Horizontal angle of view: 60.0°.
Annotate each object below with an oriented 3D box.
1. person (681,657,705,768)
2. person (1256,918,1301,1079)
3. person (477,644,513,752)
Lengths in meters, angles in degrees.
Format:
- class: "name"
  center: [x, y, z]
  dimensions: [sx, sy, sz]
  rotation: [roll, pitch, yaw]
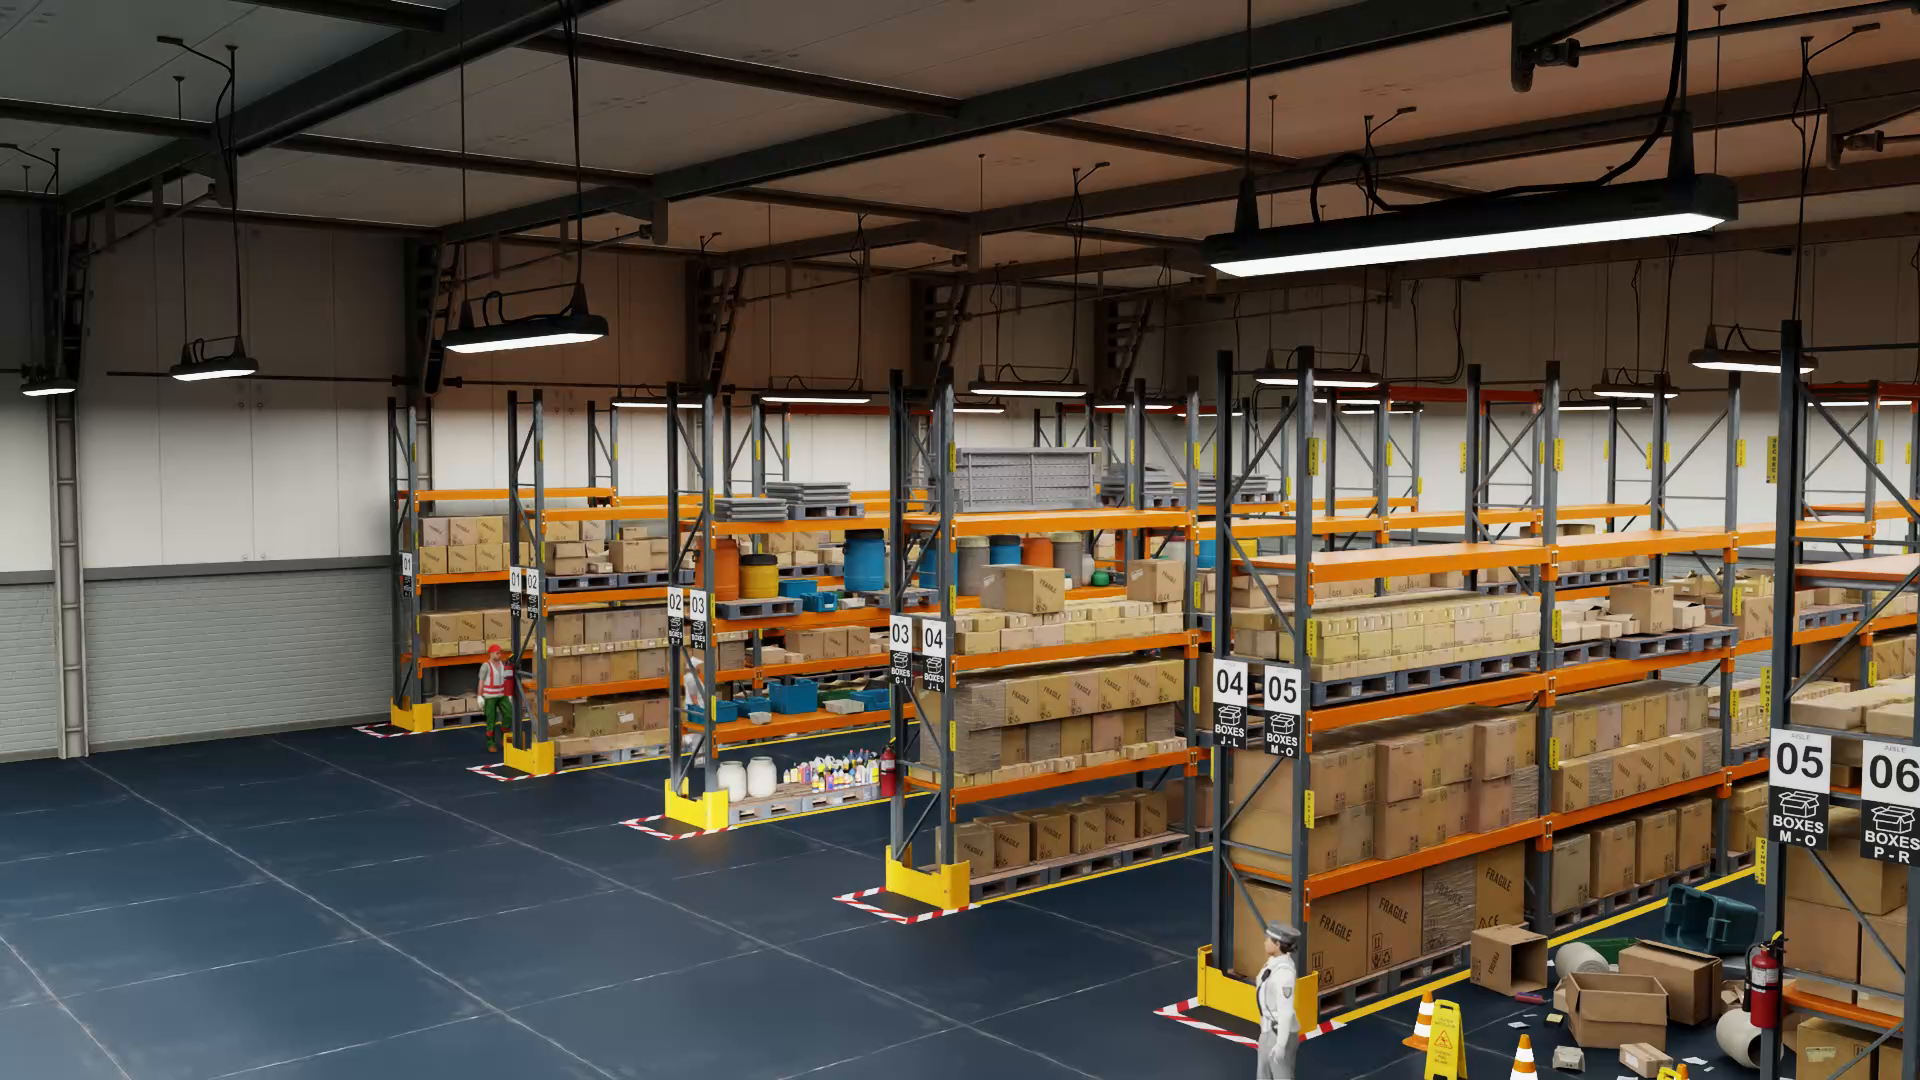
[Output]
- class: "person"
  center: [-4.252, 2.727, 26.334]
  dimensions: [0.670, 1.778, 0.556]
  rotation: [0, 3, -7]
- class: "person"
  center: [2.251, 3.613, 12.144]
  dimensions: [0.517, 1.702, 0.491]
  rotation: [0, 3, 6]
- class: "person"
  center: [-7.793, 2.655, 27.922]
  dimensions: [0.389, 1.813, 0.647]
  rotation: [3, 4, 39]
